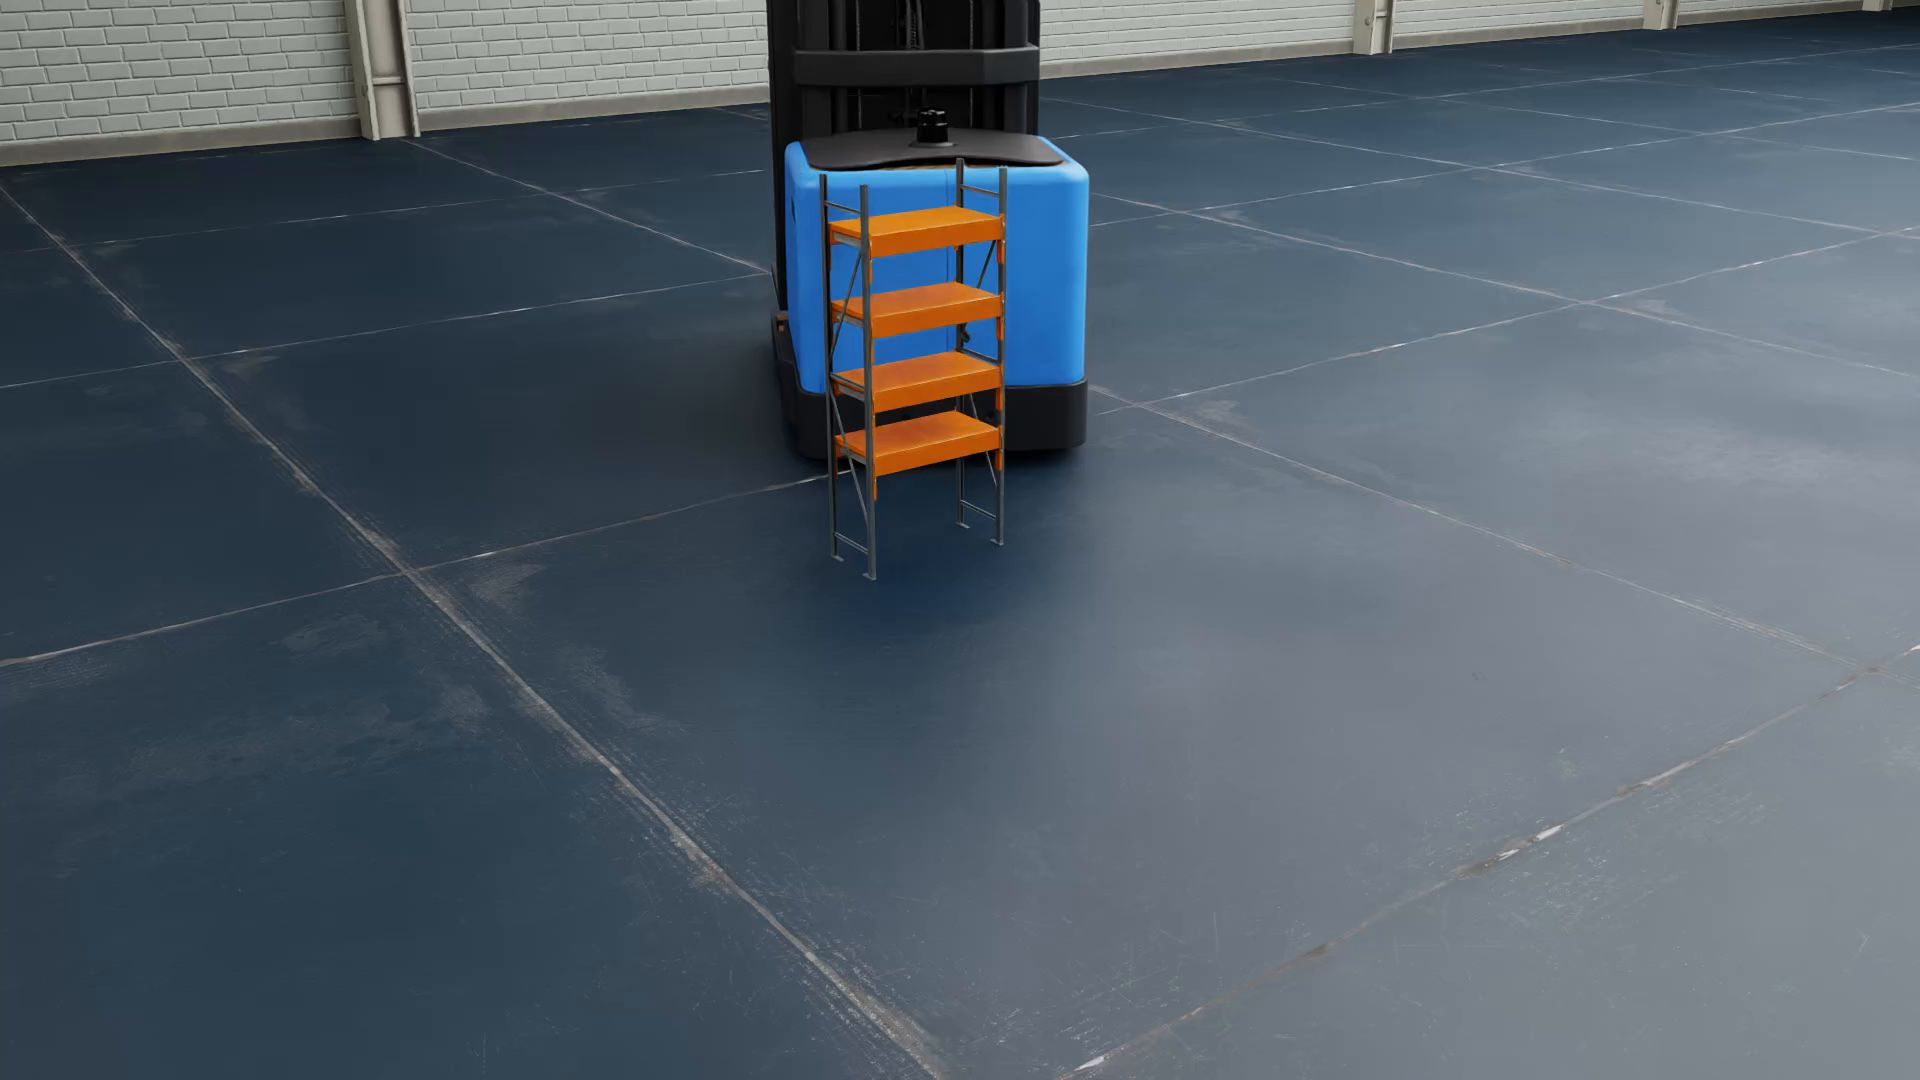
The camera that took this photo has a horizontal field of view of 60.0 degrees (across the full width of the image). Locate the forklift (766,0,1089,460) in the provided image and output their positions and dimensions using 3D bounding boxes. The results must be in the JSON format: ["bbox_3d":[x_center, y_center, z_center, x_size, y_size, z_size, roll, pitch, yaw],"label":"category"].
[{"bbox_3d":[-0.260,-2.158,6.849,1.130,2.935,3.031,-3,22,-8],"label":"forklift"}]

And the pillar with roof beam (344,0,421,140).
[{"bbox_3d":[-2.205,-6.235,8.880,0.400,9.000,9.100,-15,26,-33],"label":"pillar with roof beam"}]

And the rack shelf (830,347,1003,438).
[{"bbox_3d":[-0.134,-0.459,5.109,0.480,0.148,0.258,-15,26,-33],"label":"rack shelf"}]

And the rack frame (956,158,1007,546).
[{"bbox_3d":[0.064,-0.574,5.217,0.015,1.200,0.240,-15,26,-33],"label":"rack frame"}]

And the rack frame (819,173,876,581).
[{"bbox_3d":[-0.332,-0.469,4.952,0.015,1.200,0.240,-15,26,-33],"label":"rack frame"}]

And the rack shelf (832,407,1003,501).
[{"bbox_3d":[-0.134,-0.275,5.183,0.480,0.148,0.258,-15,26,-33],"label":"rack shelf"}]

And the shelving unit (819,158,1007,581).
[{"bbox_3d":[-0.134,-0.521,5.084,0.503,1.200,0.258,-15,26,-33],"label":"shelving unit"}]

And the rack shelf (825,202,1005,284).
[{"bbox_3d":[-0.134,-0.886,4.939,0.480,0.148,0.258,-15,26,-33],"label":"rack shelf"}]

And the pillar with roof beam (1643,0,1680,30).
[{"bbox_3d":[12.406,-10.131,18.644,0.400,9.000,9.100,-15,26,-33],"label":"pillar with roof beam"}]

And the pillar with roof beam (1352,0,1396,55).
[{"bbox_3d":[7.536,-8.833,15.389,0.400,9.000,9.100,-15,26,-33],"label":"pillar with roof beam"}]

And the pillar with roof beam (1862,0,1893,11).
[{"bbox_3d":[17.277,-11.430,21.899,0.400,9.000,9.100,-15,26,-33],"label":"pillar with roof beam"}]

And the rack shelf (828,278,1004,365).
[{"bbox_3d":[-0.134,-0.667,5.026,0.480,0.148,0.258,-15,26,-33],"label":"rack shelf"}]
